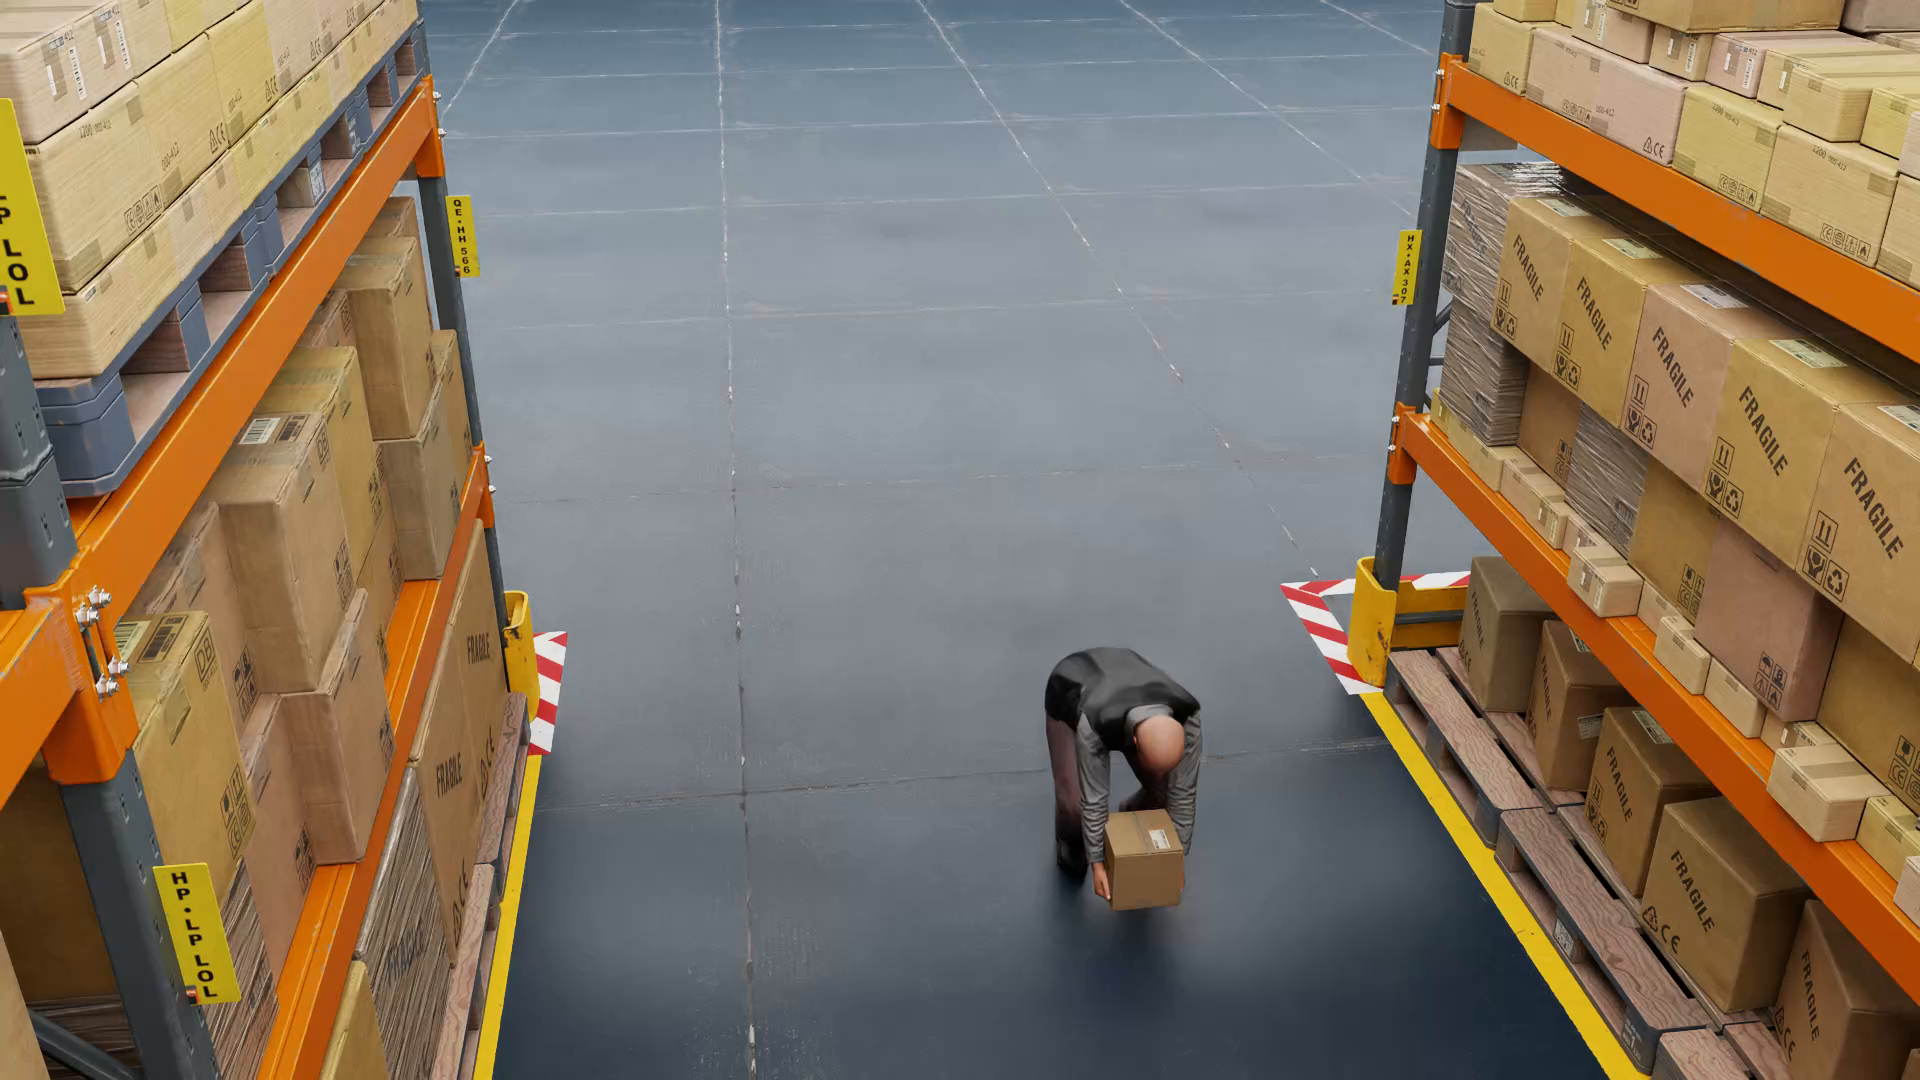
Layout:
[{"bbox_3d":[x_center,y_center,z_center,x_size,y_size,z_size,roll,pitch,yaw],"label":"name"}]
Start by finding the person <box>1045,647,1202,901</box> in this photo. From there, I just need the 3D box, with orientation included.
[{"bbox_3d":[0.610,0.883,6.269,0.518,0.947,0.923,-5,27,-9],"label":"person"}]
